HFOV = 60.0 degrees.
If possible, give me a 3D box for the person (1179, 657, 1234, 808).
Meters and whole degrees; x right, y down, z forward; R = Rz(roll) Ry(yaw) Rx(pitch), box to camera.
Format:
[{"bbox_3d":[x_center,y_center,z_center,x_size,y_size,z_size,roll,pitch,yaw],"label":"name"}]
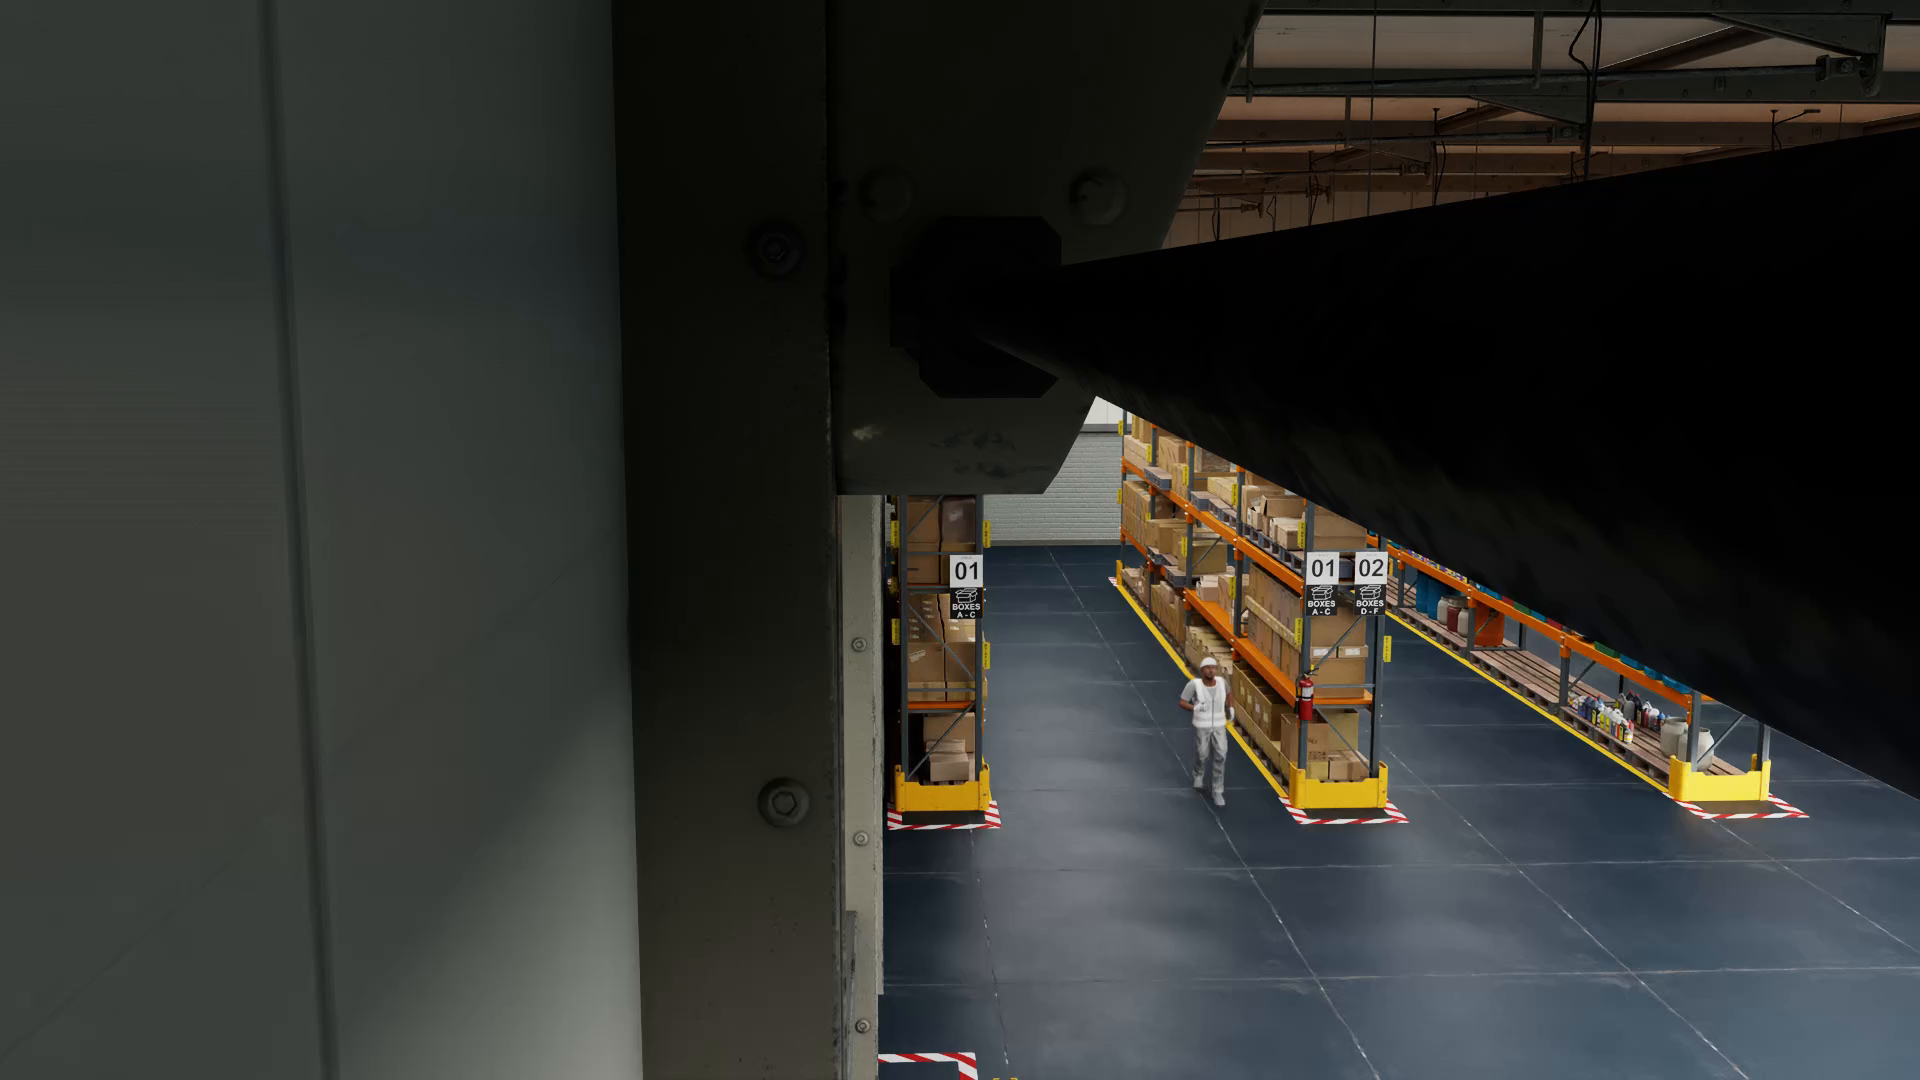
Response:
[{"bbox_3d":[3.134,2.382,20.941,0.741,1.817,0.859,-1,9,-9],"label":"person"}]
